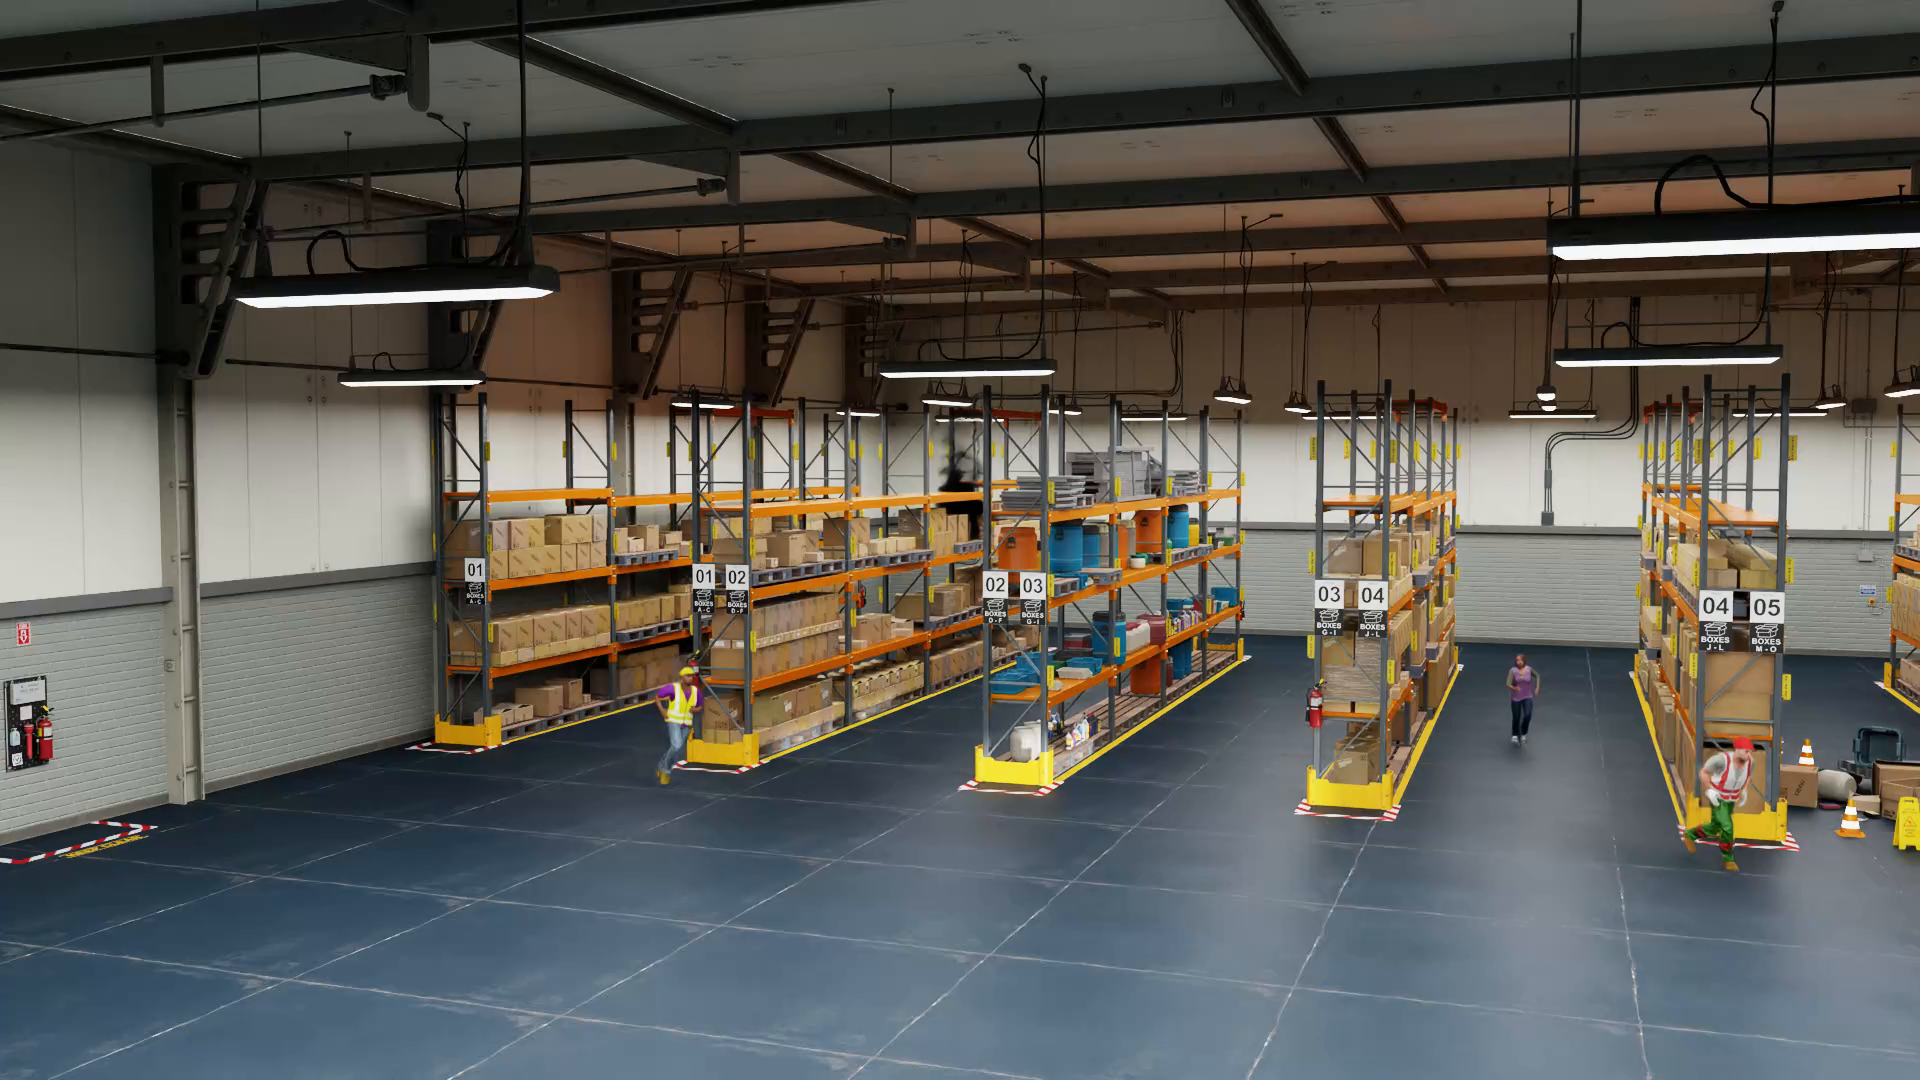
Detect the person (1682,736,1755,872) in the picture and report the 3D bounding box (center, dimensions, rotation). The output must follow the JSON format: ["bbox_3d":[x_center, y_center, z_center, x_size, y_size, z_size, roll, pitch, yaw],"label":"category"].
[{"bbox_3d":[9.186,3.136,20.113,0.653,1.654,1.086,-1,3,-14],"label":"person"}]

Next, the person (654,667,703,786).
[{"bbox_3d":[-4.270,2.812,25.227,0.742,1.775,0.666,-3,4,-40],"label":"person"}]

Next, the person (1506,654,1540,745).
[{"bbox_3d":[9.521,2.706,28.141,0.551,1.530,0.789,1,3,17],"label":"person"}]
